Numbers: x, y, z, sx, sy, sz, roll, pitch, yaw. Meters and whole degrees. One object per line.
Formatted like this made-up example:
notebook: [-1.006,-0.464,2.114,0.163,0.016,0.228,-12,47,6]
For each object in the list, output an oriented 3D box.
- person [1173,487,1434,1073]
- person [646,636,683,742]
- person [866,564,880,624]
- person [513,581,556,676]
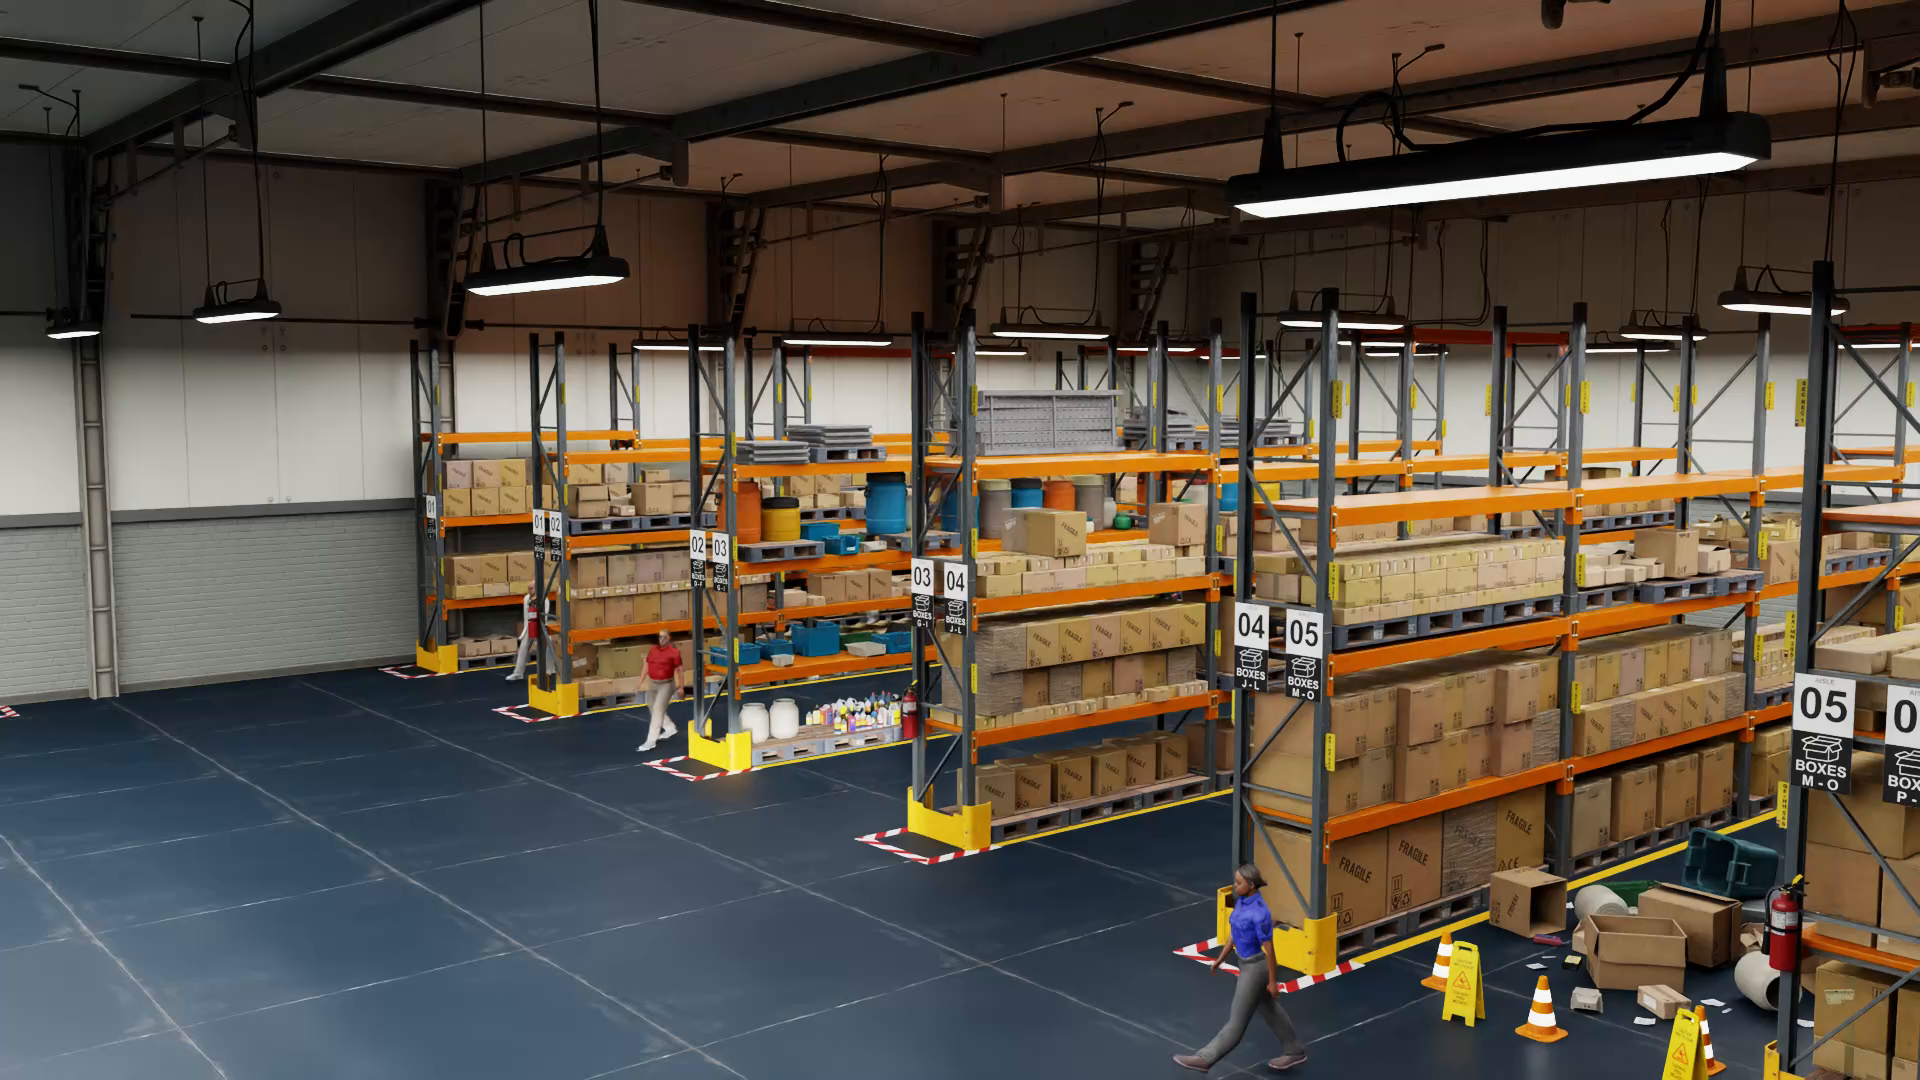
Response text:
person: [5.471,1.486,22.461,8.470,3.167,20.500,0,5,-2]
person: [-4.265,2.123,23.941,0.584,1.532,0.703,3,6,27]
person: [-1.833,1.209,33.201,0.503,1.792,0.598,-1,5,-13]
person: [-7.464,1.537,29.271,0.599,1.666,0.868,2,6,18]
